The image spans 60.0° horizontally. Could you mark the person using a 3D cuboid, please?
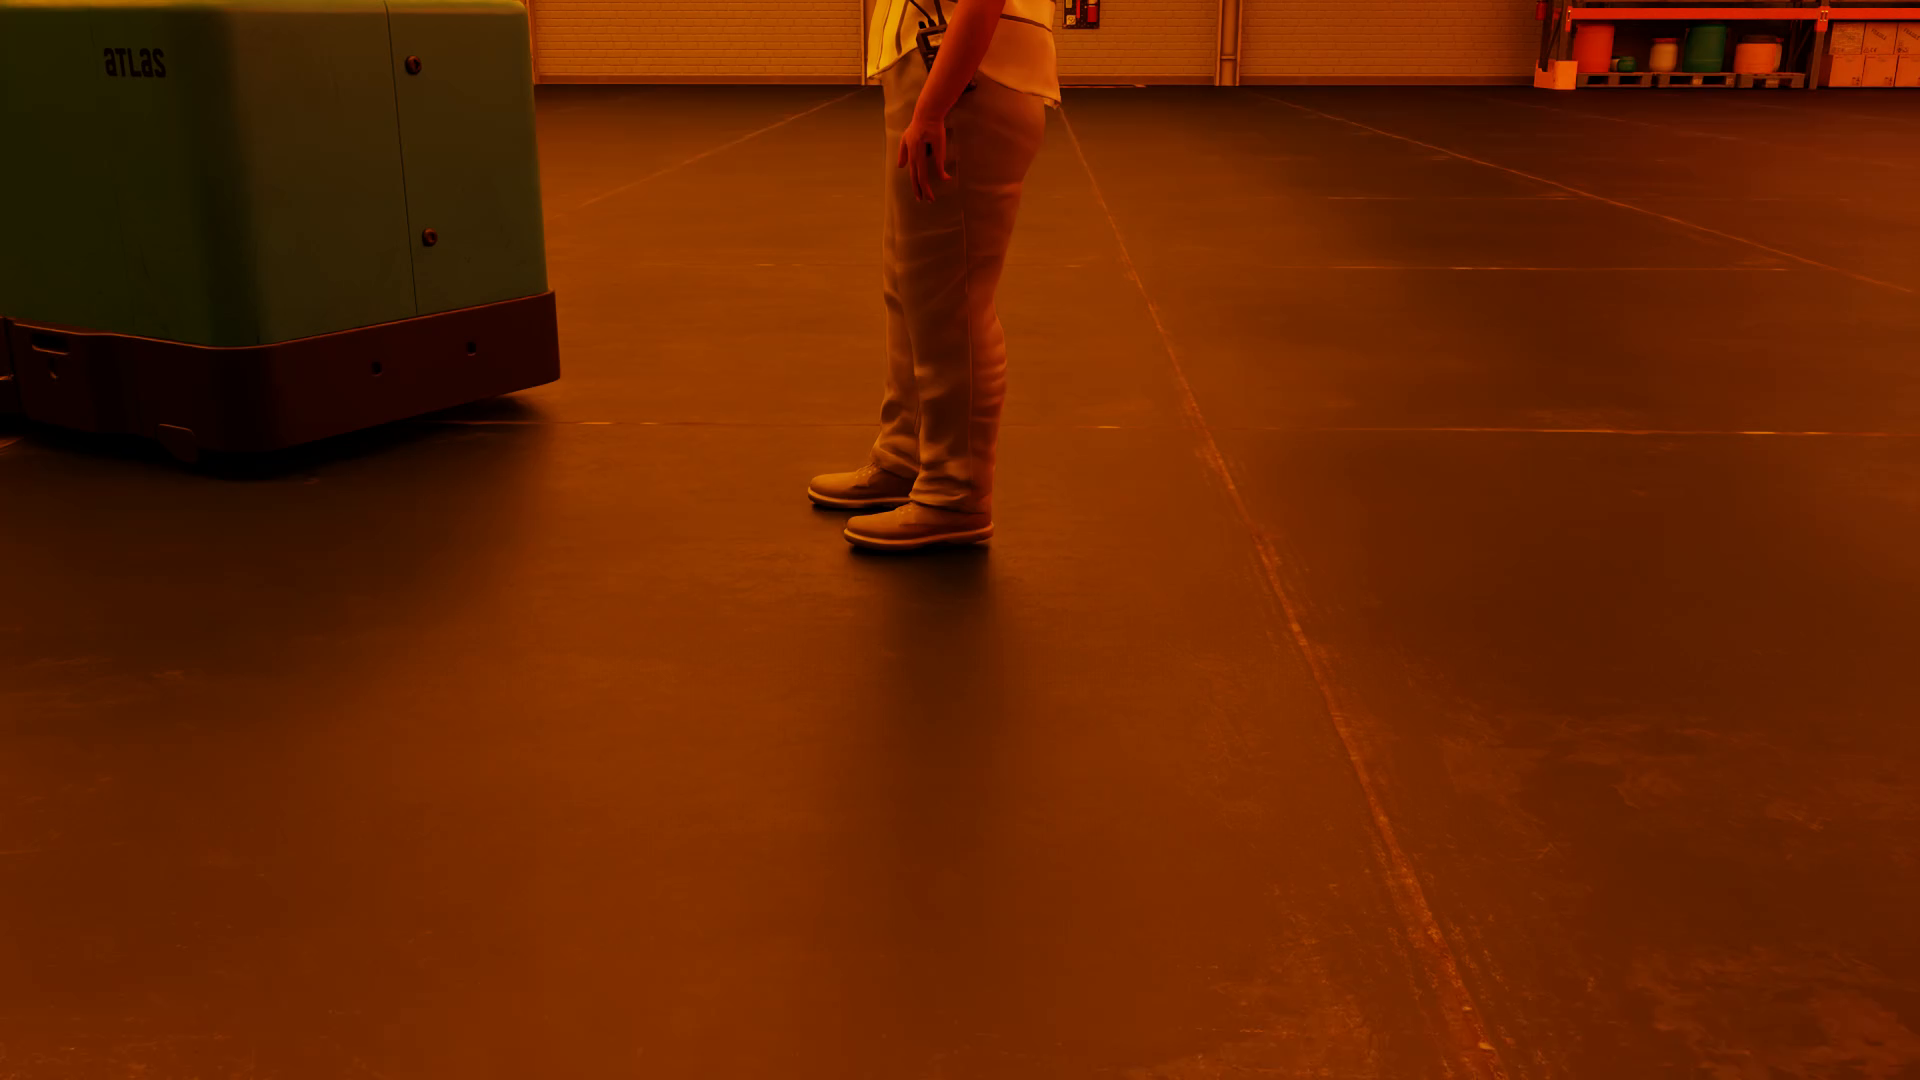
[{"bbox_3d":[-0.076,-0.810,3.147,0.529,1.670,0.598,1,17,2],"label":"person"}]

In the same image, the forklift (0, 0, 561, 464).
[{"bbox_3d":[-2.624,-1.879,4.478,3.031,2.935,1.130,10,20,29],"label":"forklift"}]
